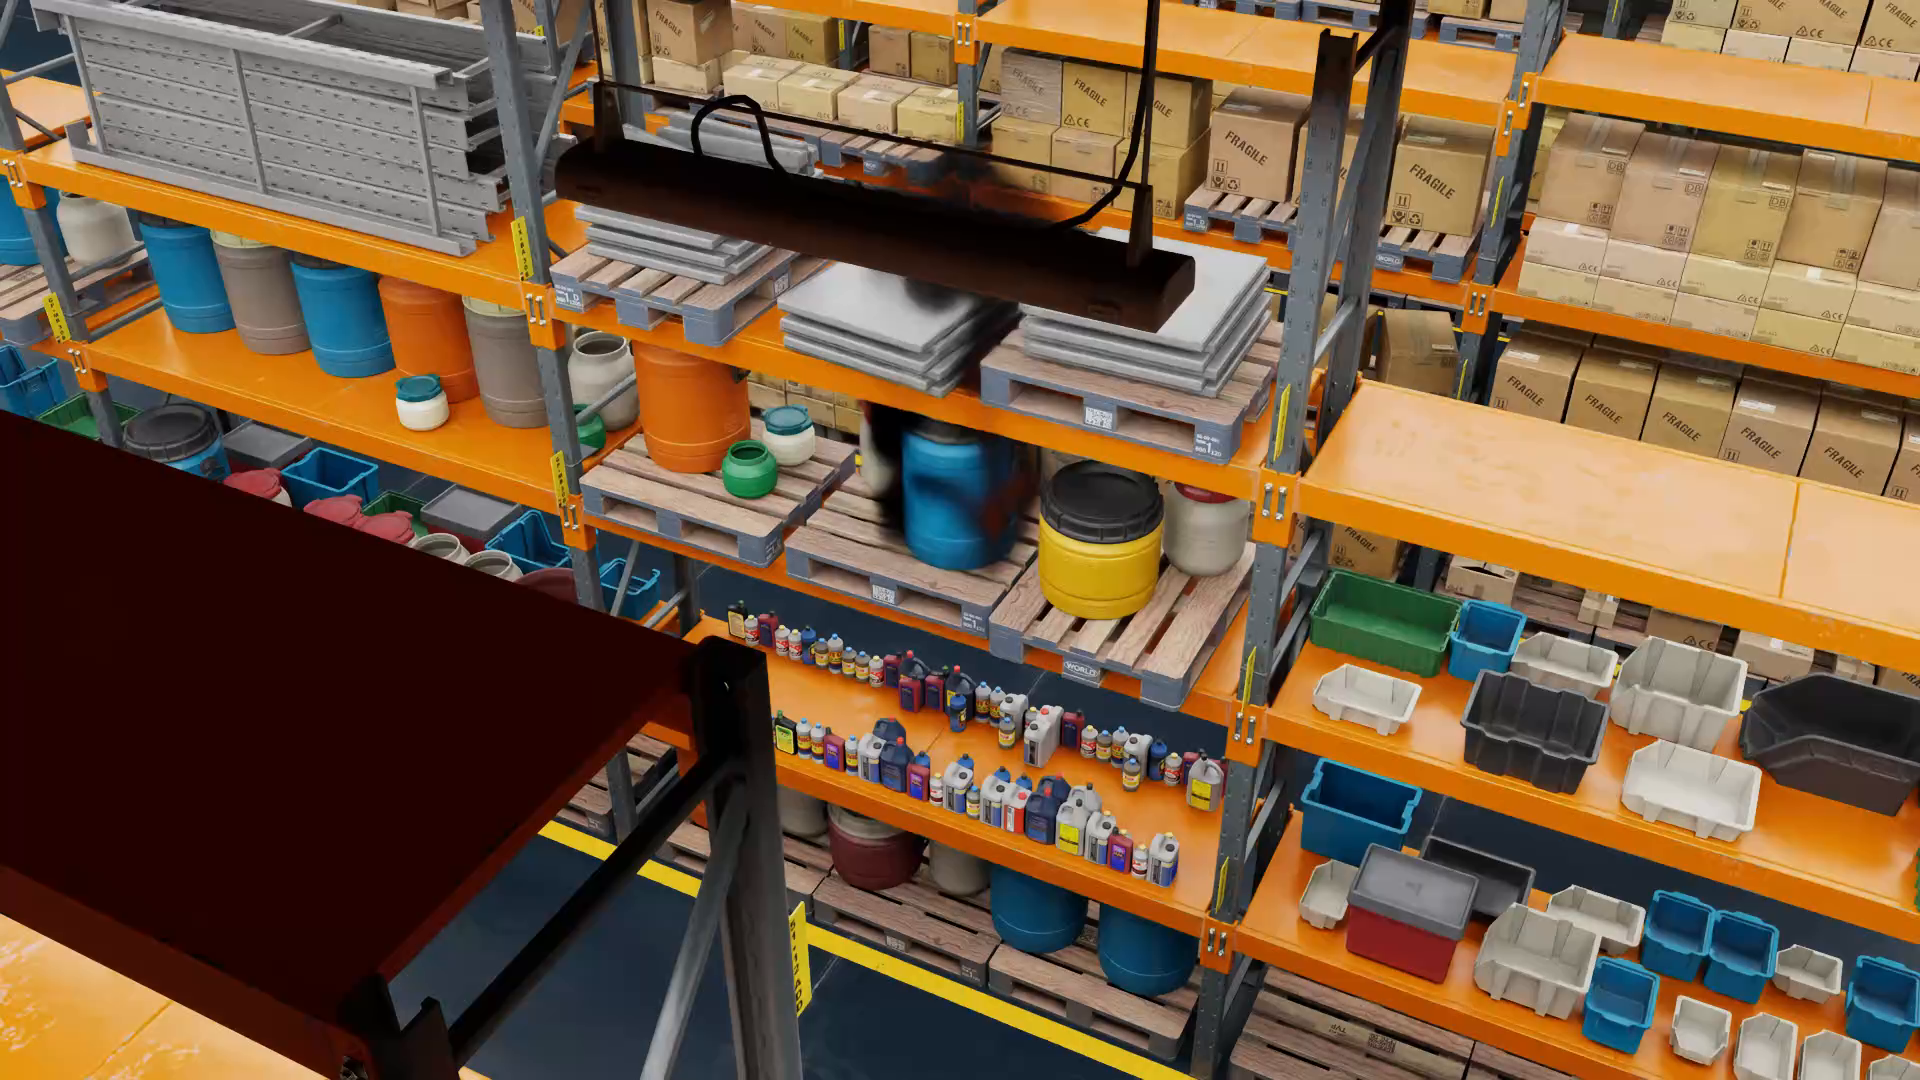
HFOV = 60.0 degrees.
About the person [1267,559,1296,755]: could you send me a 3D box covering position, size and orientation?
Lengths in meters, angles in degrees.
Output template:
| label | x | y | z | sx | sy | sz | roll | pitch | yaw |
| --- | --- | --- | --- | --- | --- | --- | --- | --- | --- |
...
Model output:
| label | x | y | z | sx | sy | sz | roll | pitch | yaw |
| --- | --- | --- | --- | --- | --- | --- | --- | --- | --- |
| person | 2.125 | 0.778 | 10.776 | 0.709 | 1.725 | 0.716 | 8 | 36 | 11 |
